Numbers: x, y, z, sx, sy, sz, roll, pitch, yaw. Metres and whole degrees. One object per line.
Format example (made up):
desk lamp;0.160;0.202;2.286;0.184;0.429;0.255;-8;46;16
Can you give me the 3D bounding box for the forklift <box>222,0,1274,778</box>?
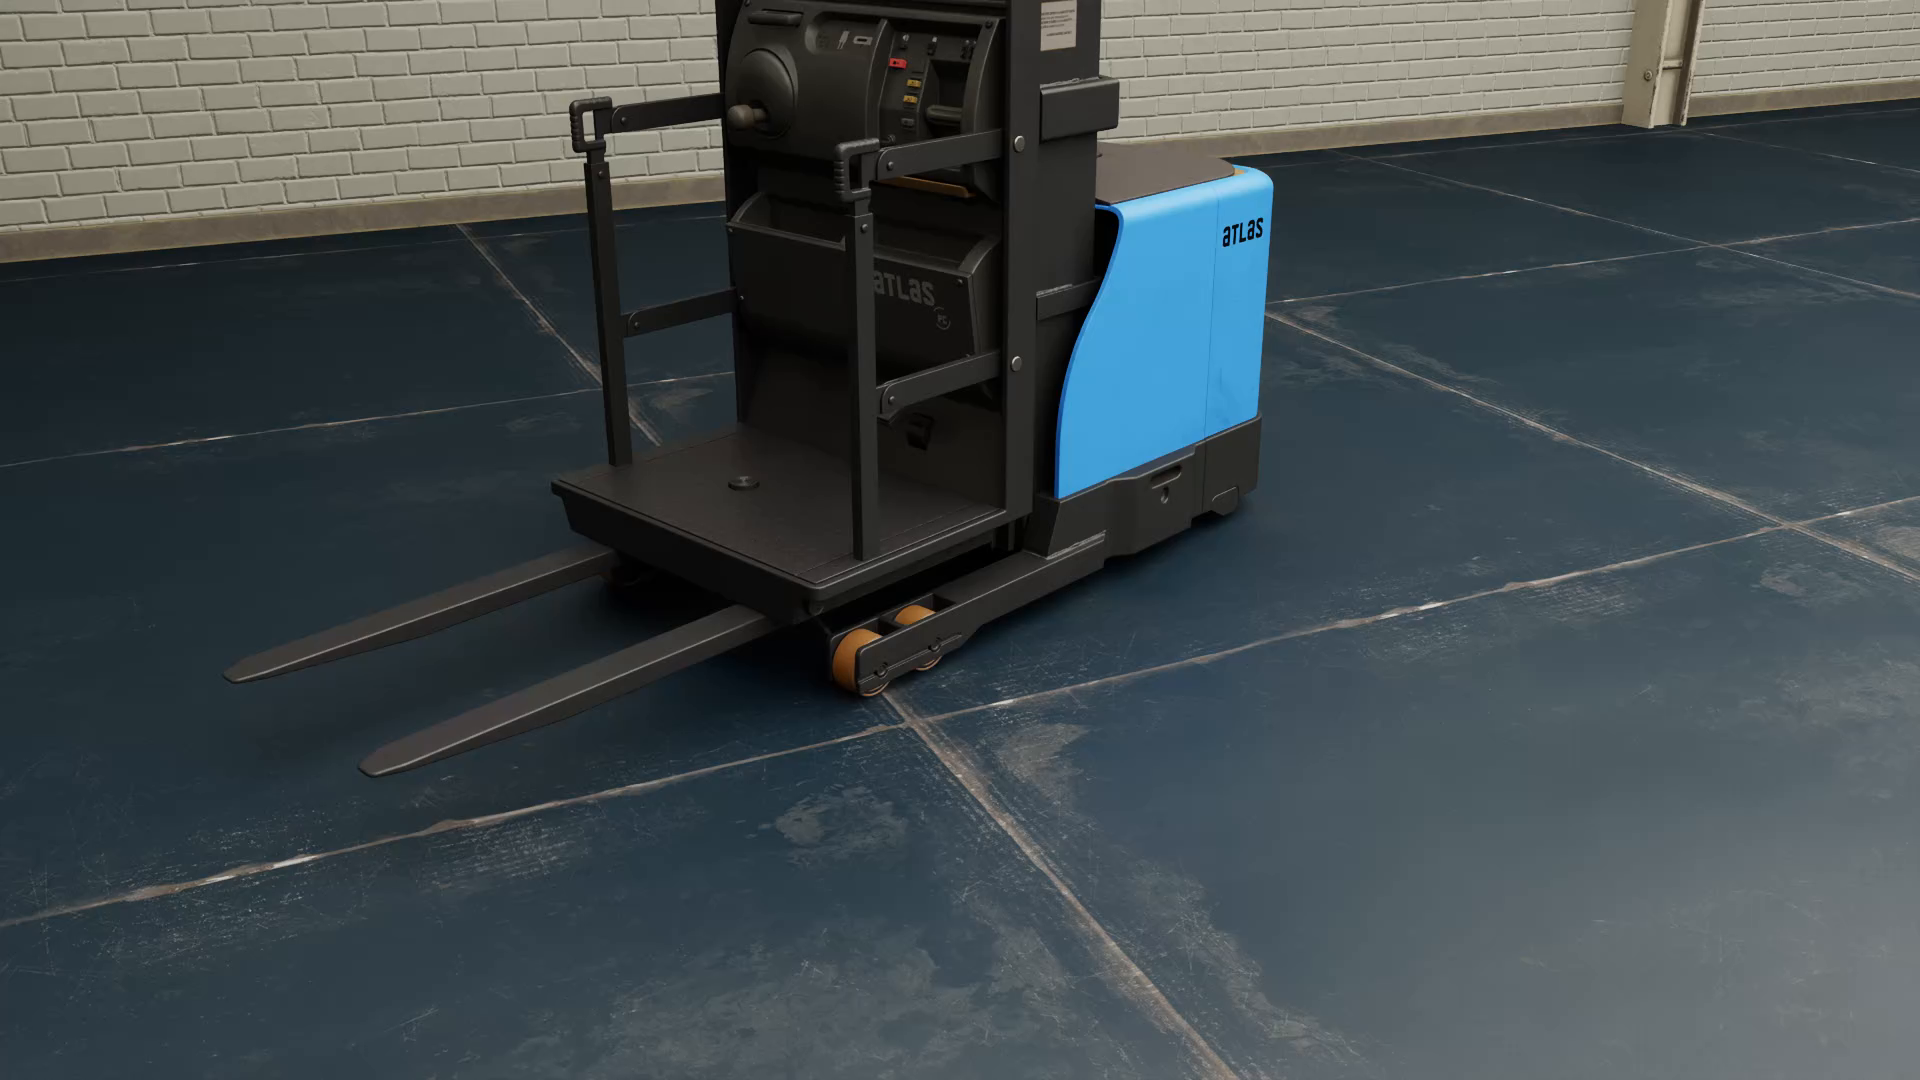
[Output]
forklift;-0.413;-1.182;4.131;1.130;2.935;3.031;19;29;39
